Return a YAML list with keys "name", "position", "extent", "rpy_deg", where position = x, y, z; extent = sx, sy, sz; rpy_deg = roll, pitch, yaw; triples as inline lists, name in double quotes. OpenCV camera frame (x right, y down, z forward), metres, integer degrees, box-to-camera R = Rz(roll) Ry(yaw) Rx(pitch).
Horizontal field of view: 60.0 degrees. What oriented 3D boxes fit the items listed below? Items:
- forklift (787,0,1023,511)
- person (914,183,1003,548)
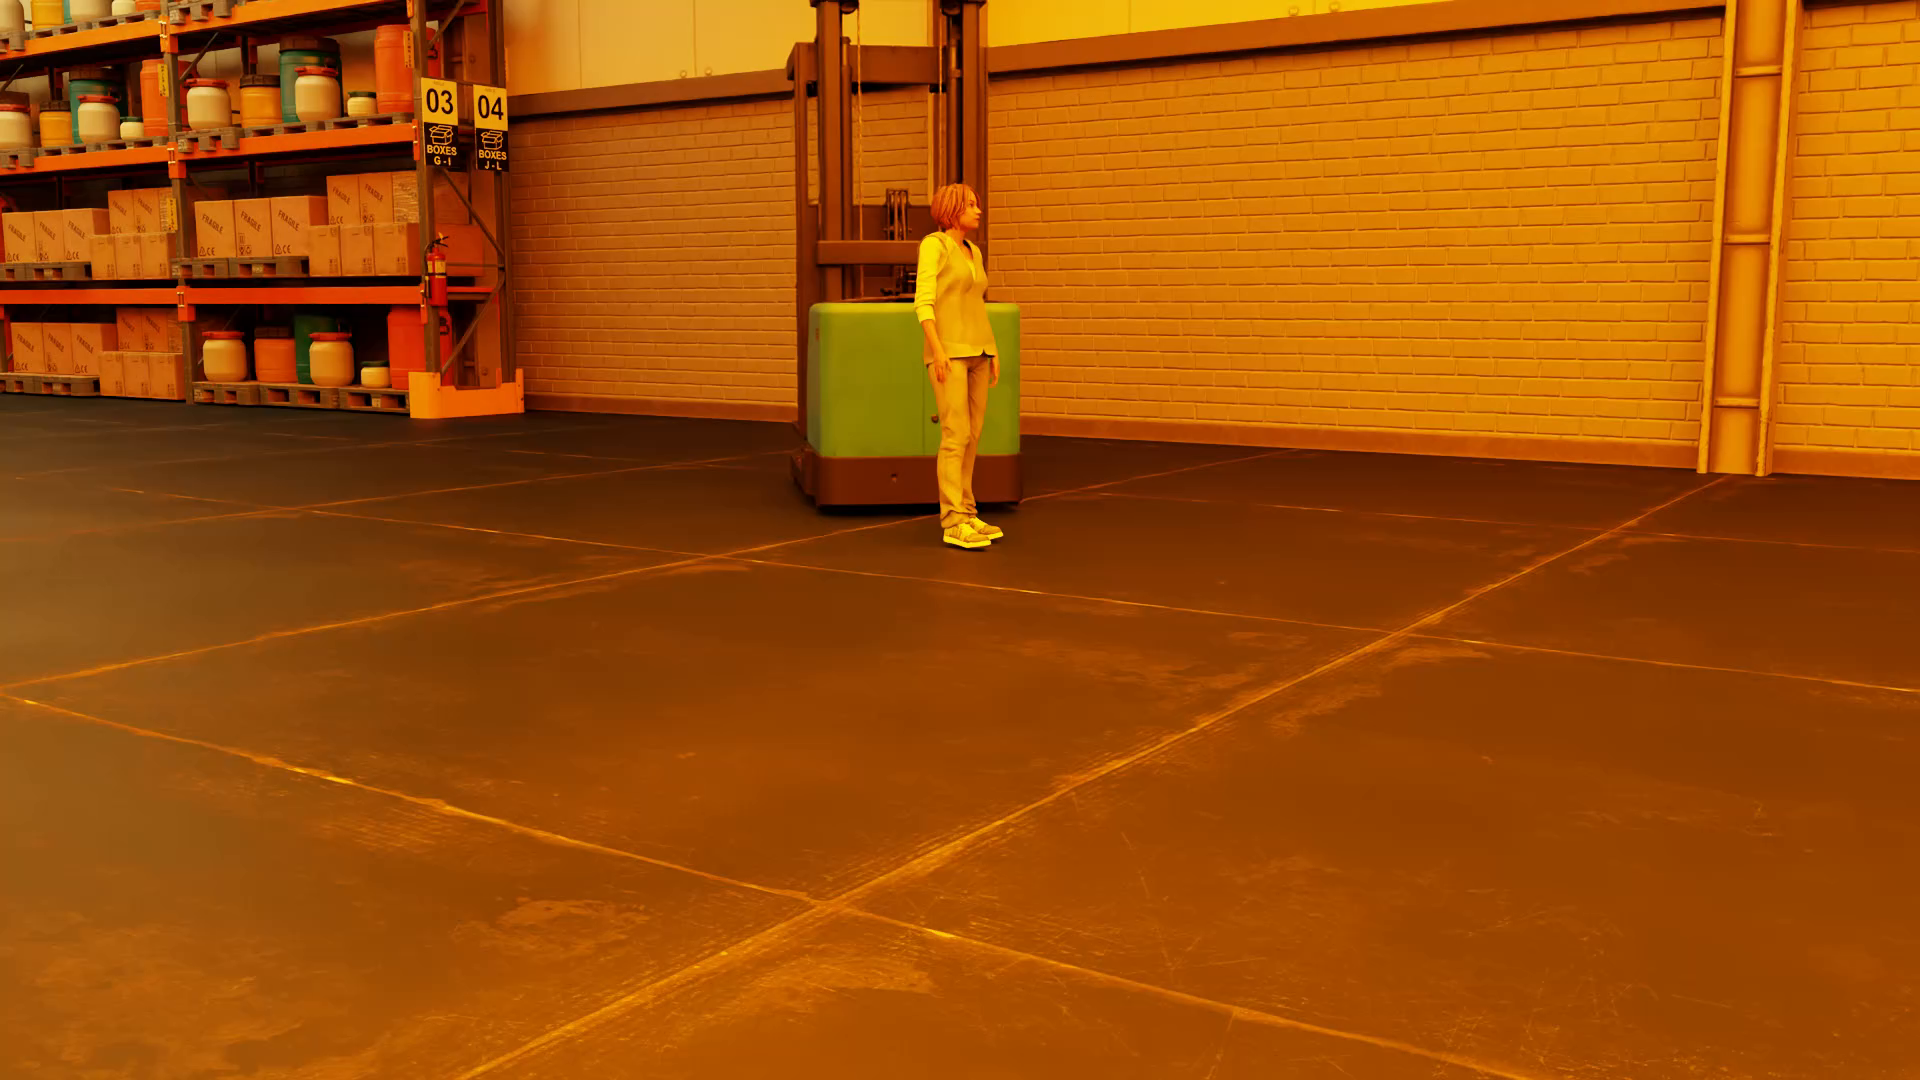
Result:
- name: "forklift"
  position: [-0.423, -1.774, 9.665]
  extent: [1.130, 2.935, 3.031]
  rpy_deg: [-1, 8, -9]
- name: "person"
  position: [0.053, -0.791, 7.437]
  extent: [0.474, 1.598, 0.519]
  rpy_deg: [5, 10, 34]
